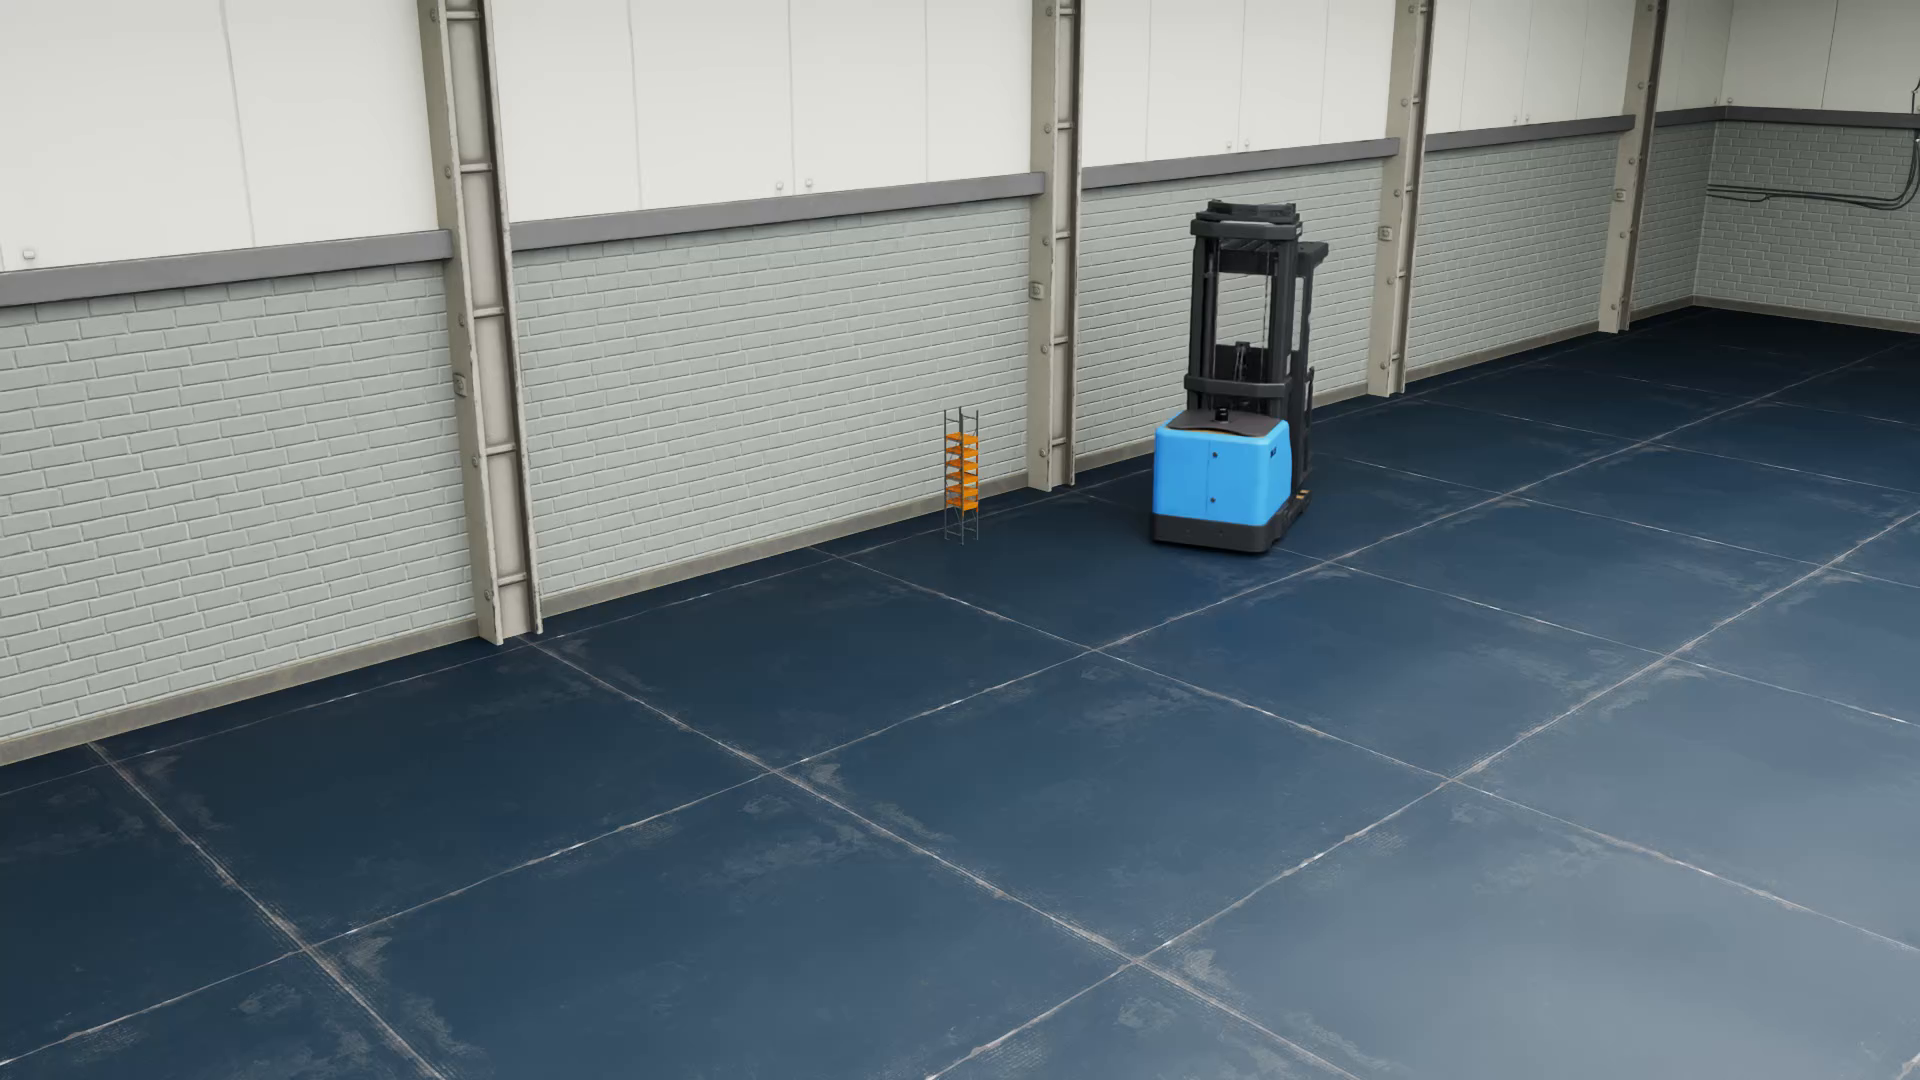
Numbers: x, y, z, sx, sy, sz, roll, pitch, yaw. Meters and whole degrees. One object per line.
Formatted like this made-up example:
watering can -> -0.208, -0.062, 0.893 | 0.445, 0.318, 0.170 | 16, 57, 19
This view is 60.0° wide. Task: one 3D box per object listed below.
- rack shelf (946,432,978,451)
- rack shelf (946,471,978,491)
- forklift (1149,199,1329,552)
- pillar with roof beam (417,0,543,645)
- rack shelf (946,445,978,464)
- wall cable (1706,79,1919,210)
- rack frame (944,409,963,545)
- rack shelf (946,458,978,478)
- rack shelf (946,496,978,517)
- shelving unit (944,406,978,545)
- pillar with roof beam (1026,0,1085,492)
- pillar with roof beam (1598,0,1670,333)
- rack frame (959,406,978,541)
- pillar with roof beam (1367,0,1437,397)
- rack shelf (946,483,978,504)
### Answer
rack shelf -> 0.011, -0.874, 14.712 | 0.180, 0.103, 0.258 | -16, 24, -41
rack shelf -> 0.011, -0.532, 14.823 | 0.180, 0.103, 0.258 | -16, 24, -41
forklift -> 2.735, -1.700, 15.475 | 1.130, 2.935, 3.031 | 8, 19, 22
pillar with roof beam -> -0.495, -2.598, 8.408 | 0.400, 9.000, 9.100 | -16, 24, -41
rack shelf -> 0.011, -0.760, 14.749 | 0.180, 0.103, 0.258 | -16, 24, -41
wall cable -> 12.675, -6.228, 24.638 | 0.112, 2.526, 3.097 | -16, 24, -41
rack frame -> -0.056, -0.554, 14.749 | 0.006, 1.200, 0.240 | -16, 24, -41
rack shelf -> 0.011, -0.646, 14.786 | 0.180, 0.103, 0.258 | -16, 24, -41
rack shelf -> 0.011, -0.303, 14.897 | 0.180, 0.103, 0.258 | -16, 24, -41
shelving unit -> 0.011, -0.574, 14.809 | 0.189, 1.200, 0.258 | -16, 24, -41
pillar with roof beam -> 3.864, -3.870, 12.330 | 0.400, 9.000, 9.100 | -16, 24, -41
pillar with roof beam -> 12.584, -6.413, 20.172 | 0.400, 9.000, 9.100 | -16, 24, -41
rack frame -> 0.077, -0.593, 14.869 | 0.006, 1.200, 0.240 | -16, 24, -41
pillar with roof beam -> 8.224, -5.141, 16.251 | 0.400, 9.000, 9.100 | -16, 24, -41
rack shelf -> 0.011, -0.417, 14.860 | 0.180, 0.103, 0.258 | -16, 24, -41
